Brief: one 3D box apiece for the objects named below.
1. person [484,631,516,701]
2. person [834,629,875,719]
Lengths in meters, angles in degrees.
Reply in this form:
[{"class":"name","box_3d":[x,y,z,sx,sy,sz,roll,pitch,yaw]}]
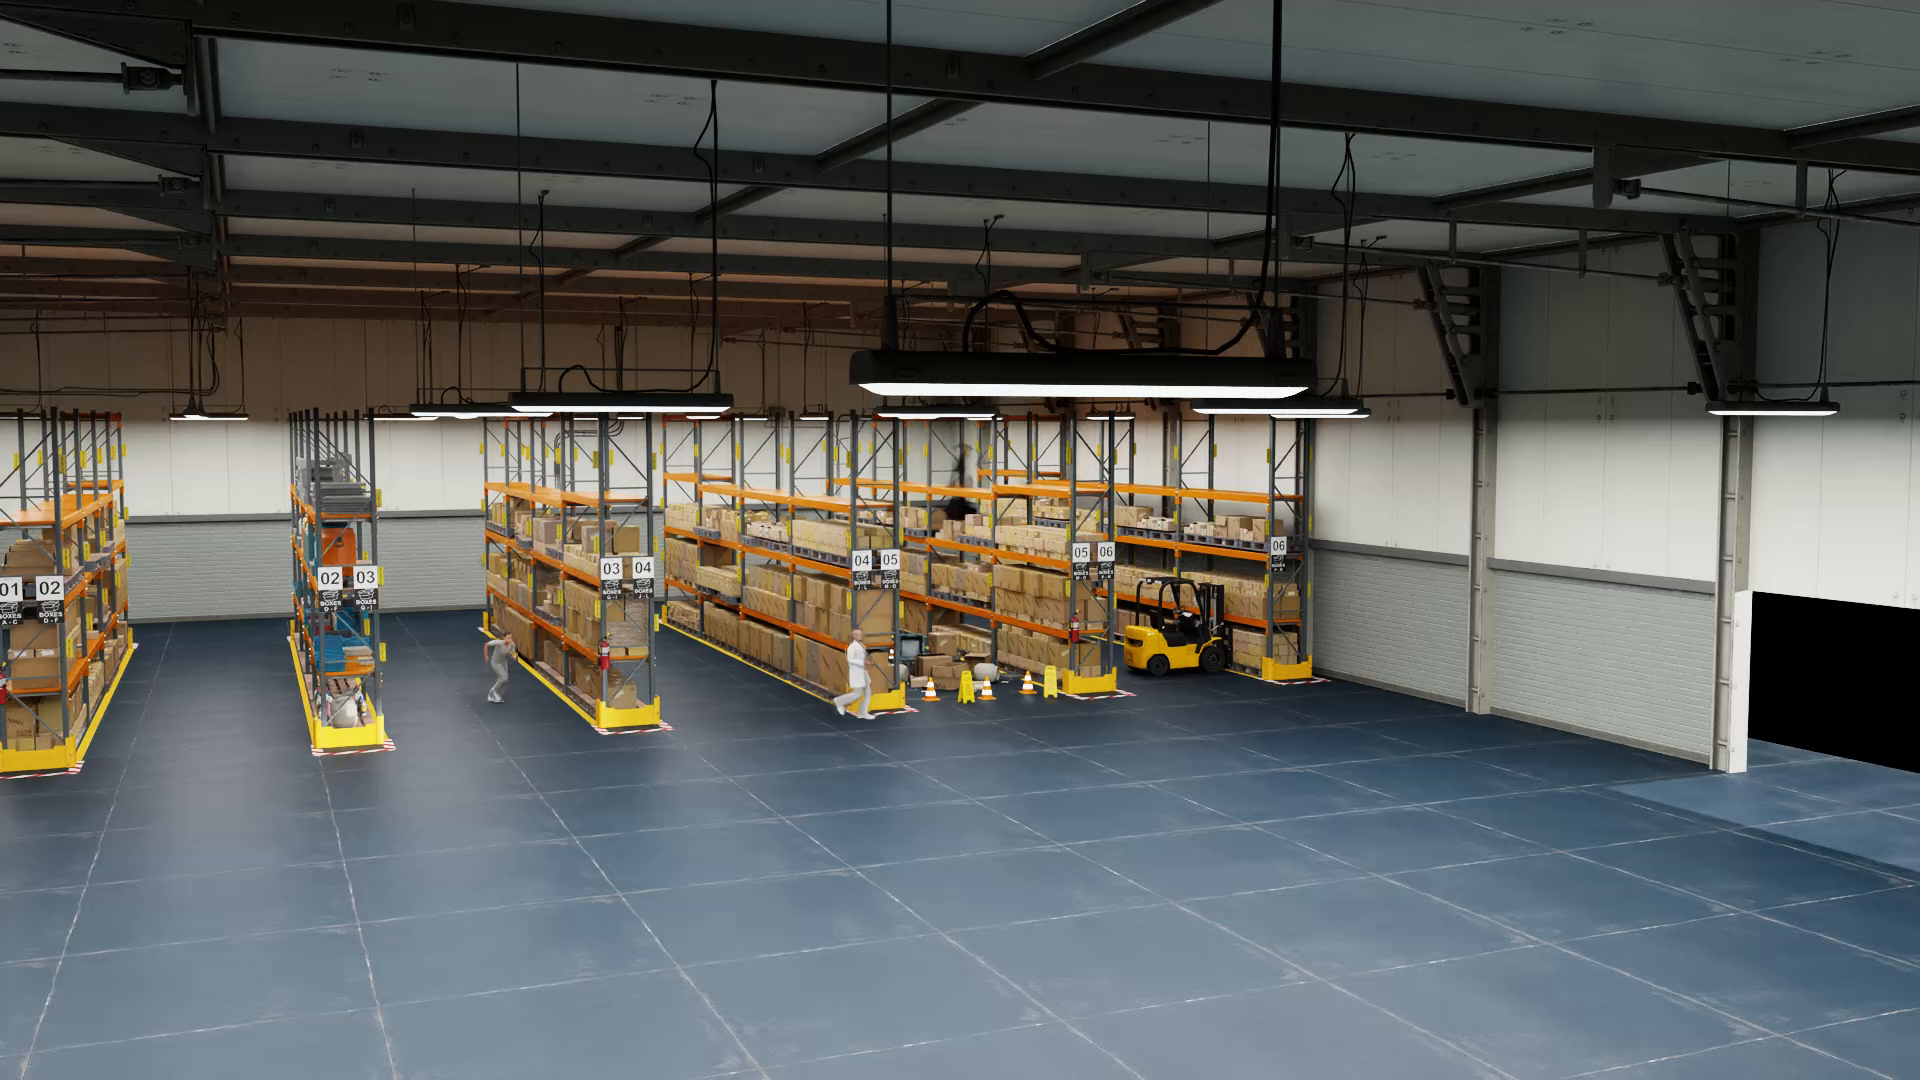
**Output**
[{"class":"person","box_3d":[-9.408,2.582,33.974,0.872,1.503,0.593,3,5,41]},{"class":"person","box_3d":[-2.022,2.592,32.156,0.835,1.745,0.712,1,4,18]}]
